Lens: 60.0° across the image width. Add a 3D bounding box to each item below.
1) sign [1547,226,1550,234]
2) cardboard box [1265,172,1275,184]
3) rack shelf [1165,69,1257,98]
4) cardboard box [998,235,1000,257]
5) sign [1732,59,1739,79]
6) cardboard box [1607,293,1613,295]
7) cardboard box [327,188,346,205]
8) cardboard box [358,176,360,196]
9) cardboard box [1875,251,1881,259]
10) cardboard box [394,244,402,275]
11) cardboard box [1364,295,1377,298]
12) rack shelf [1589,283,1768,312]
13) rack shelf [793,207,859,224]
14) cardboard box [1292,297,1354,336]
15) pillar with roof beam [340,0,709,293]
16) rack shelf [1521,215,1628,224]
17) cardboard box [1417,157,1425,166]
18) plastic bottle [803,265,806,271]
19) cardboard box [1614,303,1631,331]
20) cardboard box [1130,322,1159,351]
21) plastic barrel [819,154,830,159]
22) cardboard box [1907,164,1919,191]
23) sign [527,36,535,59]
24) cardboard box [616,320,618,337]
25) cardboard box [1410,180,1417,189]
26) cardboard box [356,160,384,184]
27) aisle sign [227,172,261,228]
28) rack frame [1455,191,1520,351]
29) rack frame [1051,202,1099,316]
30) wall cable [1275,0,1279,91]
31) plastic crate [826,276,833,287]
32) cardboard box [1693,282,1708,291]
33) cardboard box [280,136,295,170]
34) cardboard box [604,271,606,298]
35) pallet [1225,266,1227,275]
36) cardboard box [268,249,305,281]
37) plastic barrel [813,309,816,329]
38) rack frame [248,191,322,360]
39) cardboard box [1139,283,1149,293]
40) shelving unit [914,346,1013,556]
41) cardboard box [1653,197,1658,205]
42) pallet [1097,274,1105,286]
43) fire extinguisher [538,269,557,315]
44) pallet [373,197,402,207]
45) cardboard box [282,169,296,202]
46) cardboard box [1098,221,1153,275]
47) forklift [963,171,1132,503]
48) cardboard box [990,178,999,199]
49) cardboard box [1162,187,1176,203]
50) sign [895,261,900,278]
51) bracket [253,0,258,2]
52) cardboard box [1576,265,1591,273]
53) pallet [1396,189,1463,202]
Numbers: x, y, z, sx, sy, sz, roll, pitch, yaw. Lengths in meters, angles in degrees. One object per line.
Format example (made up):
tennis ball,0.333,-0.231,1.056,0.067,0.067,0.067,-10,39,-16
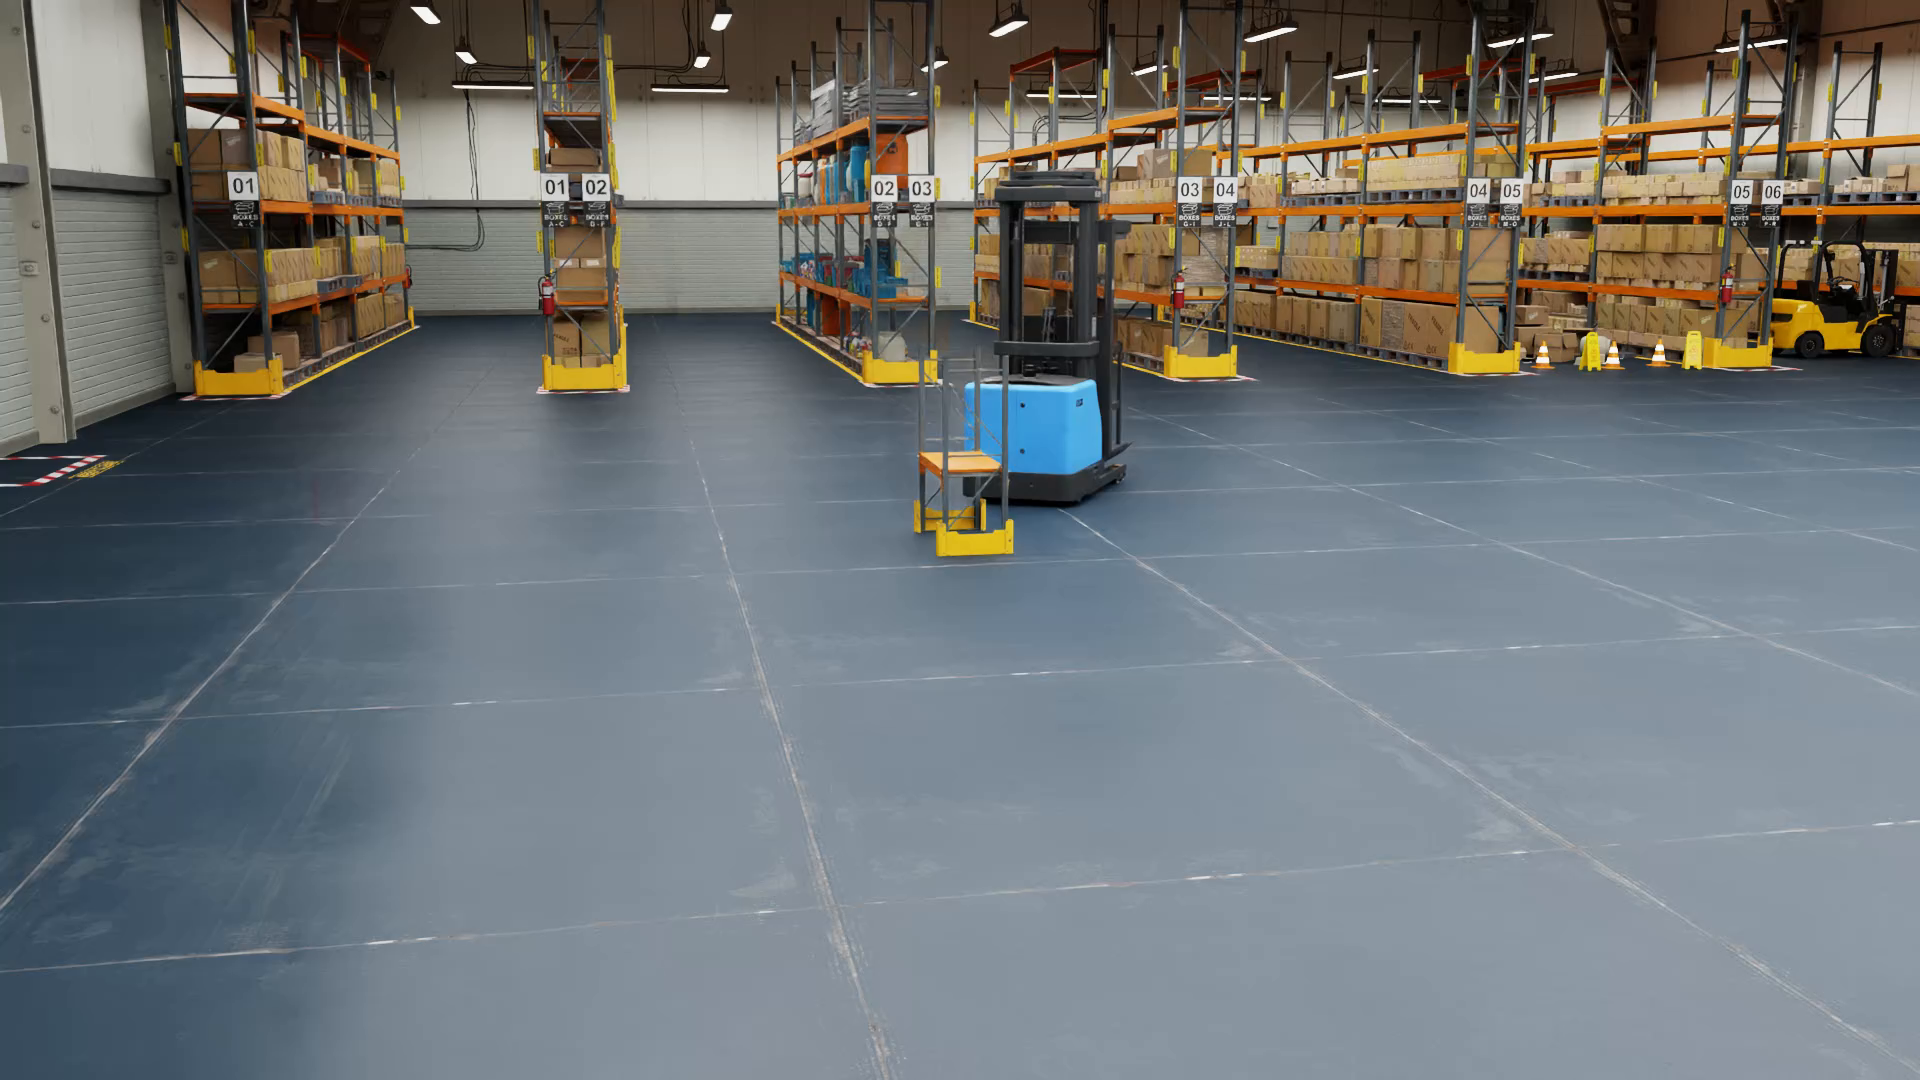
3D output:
sign,15.991,-8.376,45.240,0.100,0.325,0.005,-2,11,-11
cardboard box,6.847,-7.846,36.057,0.396,0.266,0.258,-2,11,-11
rack shelf,6.128,-11.115,40.564,1.077,0.370,4.000,-2,11,-11
cardboard box,1.187,-6.968,39.382,0.500,0.500,0.500,-2,11,-10
sign,13.138,-7.987,28.172,0.100,0.325,0.005,-2,11,-11
cardboard box,16.159,-6.075,40.921,0.380,0.149,0.250,-2,11,-13
cardboard box,-11.761,-6.404,30.981,0.500,0.311,0.500,-2,11,-11
cardboard box,-12.881,-7.393,34.552,0.700,0.500,0.500,-3,11,-14
cardboard box,17.802,-5.499,32.061,0.380,0.149,0.250,-2,11,-13
cardboard box,-13.461,-6.475,38.390,0.980,0.700,0.700,-2,11,-11
cardboard box,10.987,-6.117,43.042,0.875,0.438,0.875,-2,11,-9
rack shelf,13.298,-4.533,30.916,1.077,0.370,4.000,-2,11,-11
rack shelf,-2.837,-6.934,35.504,1.077,0.370,4.000,-2,11,-11
cardboard box,7.498,-4.615,34.312,1.050,0.750,0.750,-2,11,-10
pillar with roof beam,-10.873,-10.121,42.304,9.100,9.000,0.548,-2,11,-11
rack shelf,15.832,-8.389,43.150,1.077,0.370,4.000,-2,11,-11
cardboard box,8.205,-6.601,28.983,0.380,0.149,0.250,-2,11,-12
plastic bottle,-3.330,-5.851,36.245,0.152,0.276,0.135,-2,11,-11
cardboard box,12.874,-4.262,31.789,0.500,0.500,0.500,-2,11,-9
cardboard box,3.345,-3.692,30.133,0.500,0.500,0.500,1,11,7
plastic barrel,-2.744,-7.799,35.663,0.600,0.901,0.708,-2,11,-11
cardboard box,18.129,-6.743,30.921,0.700,0.500,0.500,-2,11,-11
sign,-6.287,-7.228,24.393,0.100,0.325,0.005,-2,11,-11
cardboard box,-6.458,-3.841,30.087,0.500,0.311,0.500,-2,11,-12
cardboard box,8.158,-6.255,29.298,0.380,0.149,0.250,-2,11,-10
cardboard box,-12.808,-7.985,36.107,0.500,0.500,0.500,-2,11,-12
aisle sign,-10.302,-4.894,23.933,0.394,0.787,0.004,-2,11,-11
rack frame,8.851,-4.321,27.878,1.000,3.000,0.127,-2,11,-11
rack frame,2.410,-5.627,34.736,1.000,3.000,0.127,-2,11,-11
wall cable,8.165,-14.638,48.385,2.355,3.000,0.029,-2,11,-11
plastic crate,-2.286,-4.918,31.580,0.450,0.188,0.662,-2,11,-11
cardboard box,13.246,-4.500,29.487,0.380,0.149,0.250,-2,11,-12
cardboard box,-10.796,-6.099,26.199,0.500,0.500,0.500,-3,11,-13
cardboard box,-5.937,-4.031,26.087,0.700,0.500,0.500,-2,11,-10
pallet,6.523,-6.282,38.695,1.003,0.211,1.213,-2,11,-11
cardboard box,-10.803,-4.398,26.621,0.500,0.500,0.500,-2,11,-13
plastic barrel,-2.977,-4.827,36.067,0.421,0.512,0.421,0,11,0
rack frame,-11.388,-4.353,28.043,1.000,3.000,0.127,-2,11,-11
cardboard box,3.313,-4.352,28.712,0.380,0.149,0.250,-2,11,-11
shelving unit,0.015,-0.723,12.983,0.587,1.500,1.083,-2,11,-11
cardboard box,13.028,-6.254,30.683,0.380,0.149,0.250,-2,11,-11
pallet,3.182,-4.944,31.664,1.003,0.211,1.213,-2,11,-11
fire extinguisher,-6.185,-3.723,24.943,0.296,0.674,0.183,-2,11,-11
pallet,-13.568,-7.848,38.621,1.003,0.211,1.213,-2,11,-11
cardboard box,-10.817,-5.608,26.295,0.500,0.500,0.500,-3,11,-13
cardboard box,3.171,-5.545,31.579,1.000,1.000,1.000,-2,11,-11
forklift,0.986,-2.000,15.867,1.130,2.935,3.031,4,11,19
cardboard box,1.147,-8.578,40.562,0.700,0.500,0.500,-3,11,-15
cardboard box,3.623,-5.639,27.177,0.500,0.250,0.500,-2,11,-10
sign,-1.129,-4.867,30.004,0.100,0.325,0.005,-2,11,-11
bracket,-11.829,-8.993,26.751,0.076,0.066,4.783,-2,11,-11
cardboard box,12.538,-5.421,33.203,0.380,0.149,0.250,-2,11,-10
pallet,8.456,-6.111,29.497,1.003,0.211,1.213,-2,11,-11
